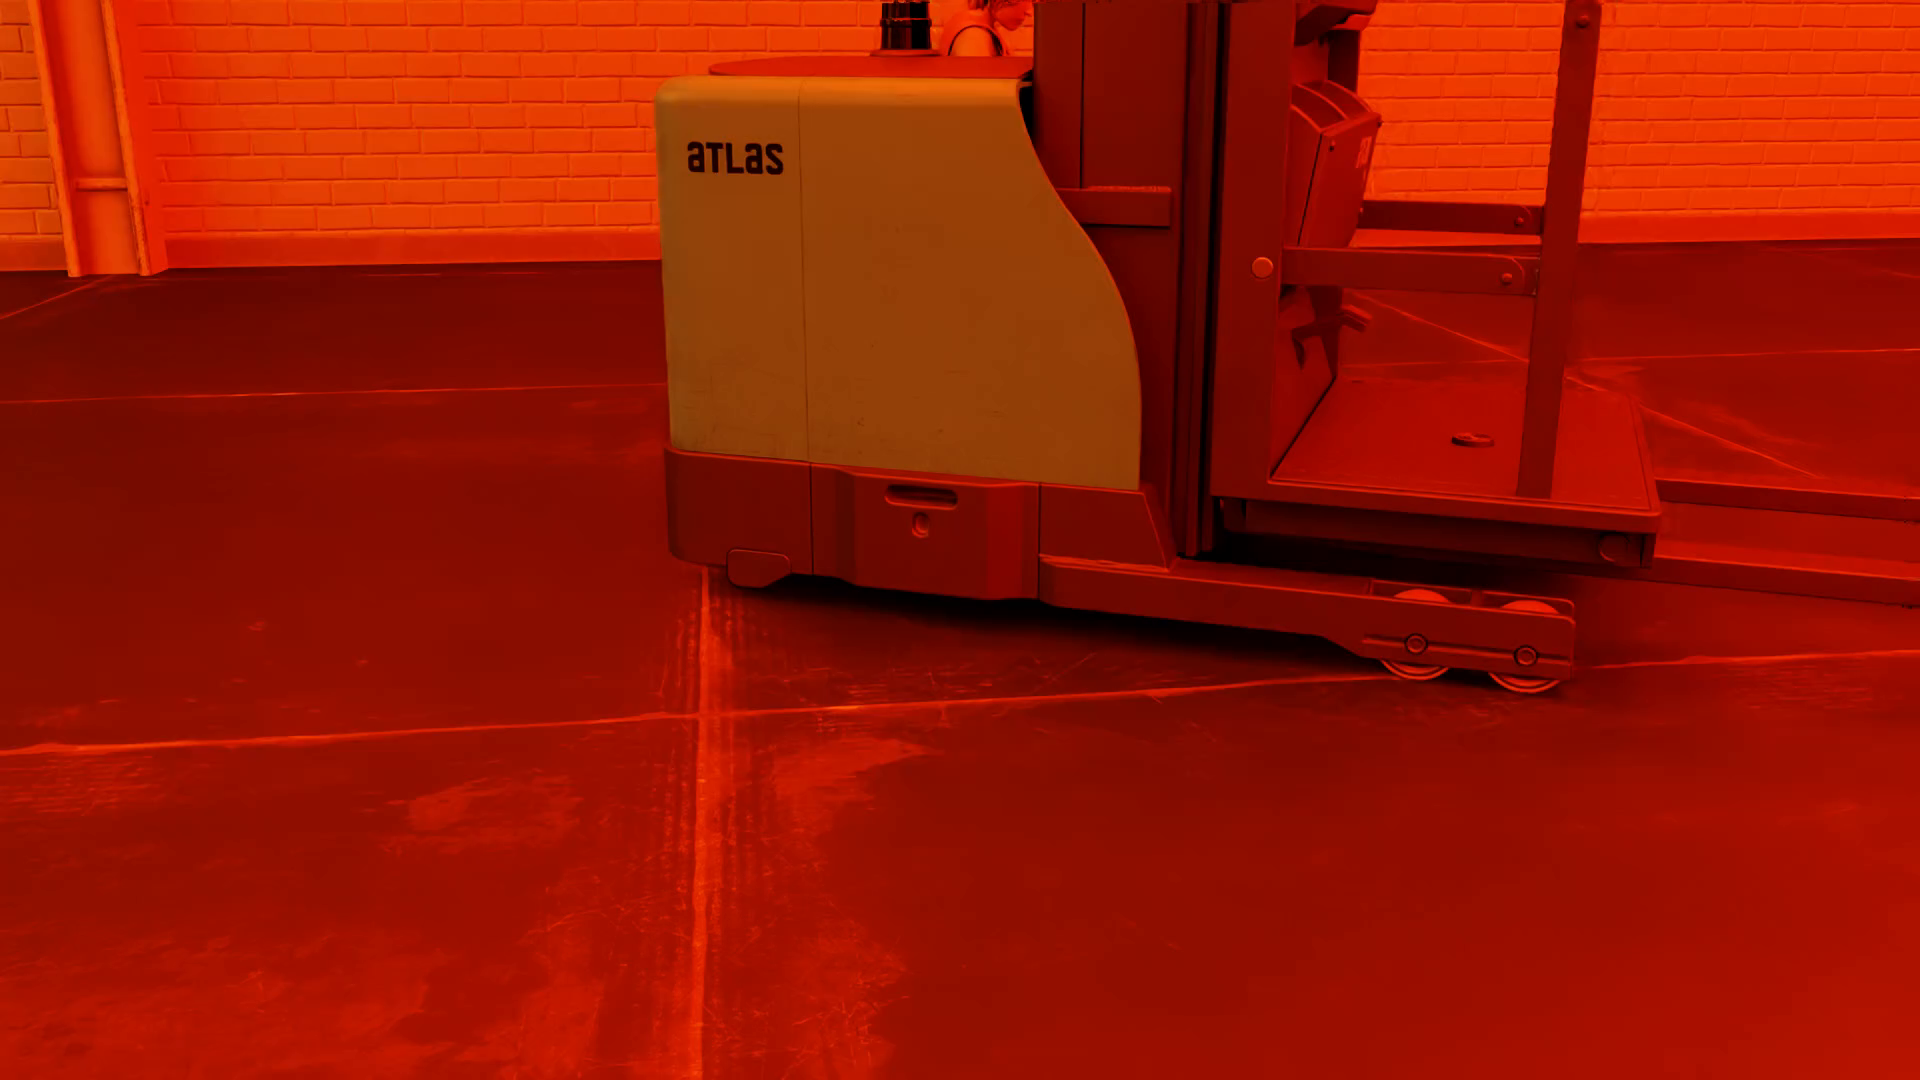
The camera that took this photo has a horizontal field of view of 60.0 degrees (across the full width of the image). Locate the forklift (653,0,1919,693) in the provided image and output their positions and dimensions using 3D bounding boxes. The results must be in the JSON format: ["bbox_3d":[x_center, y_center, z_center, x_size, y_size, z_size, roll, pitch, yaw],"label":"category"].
[{"bbox_3d":[0.937,-1.296,3.187,3.031,2.935,1.130,6,18,18],"label":"forklift"}]

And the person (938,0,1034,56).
[{"bbox_3d":[0.184,-0.991,4.817,0.899,1.422,0.992,1,17,4],"label":"person"}]
